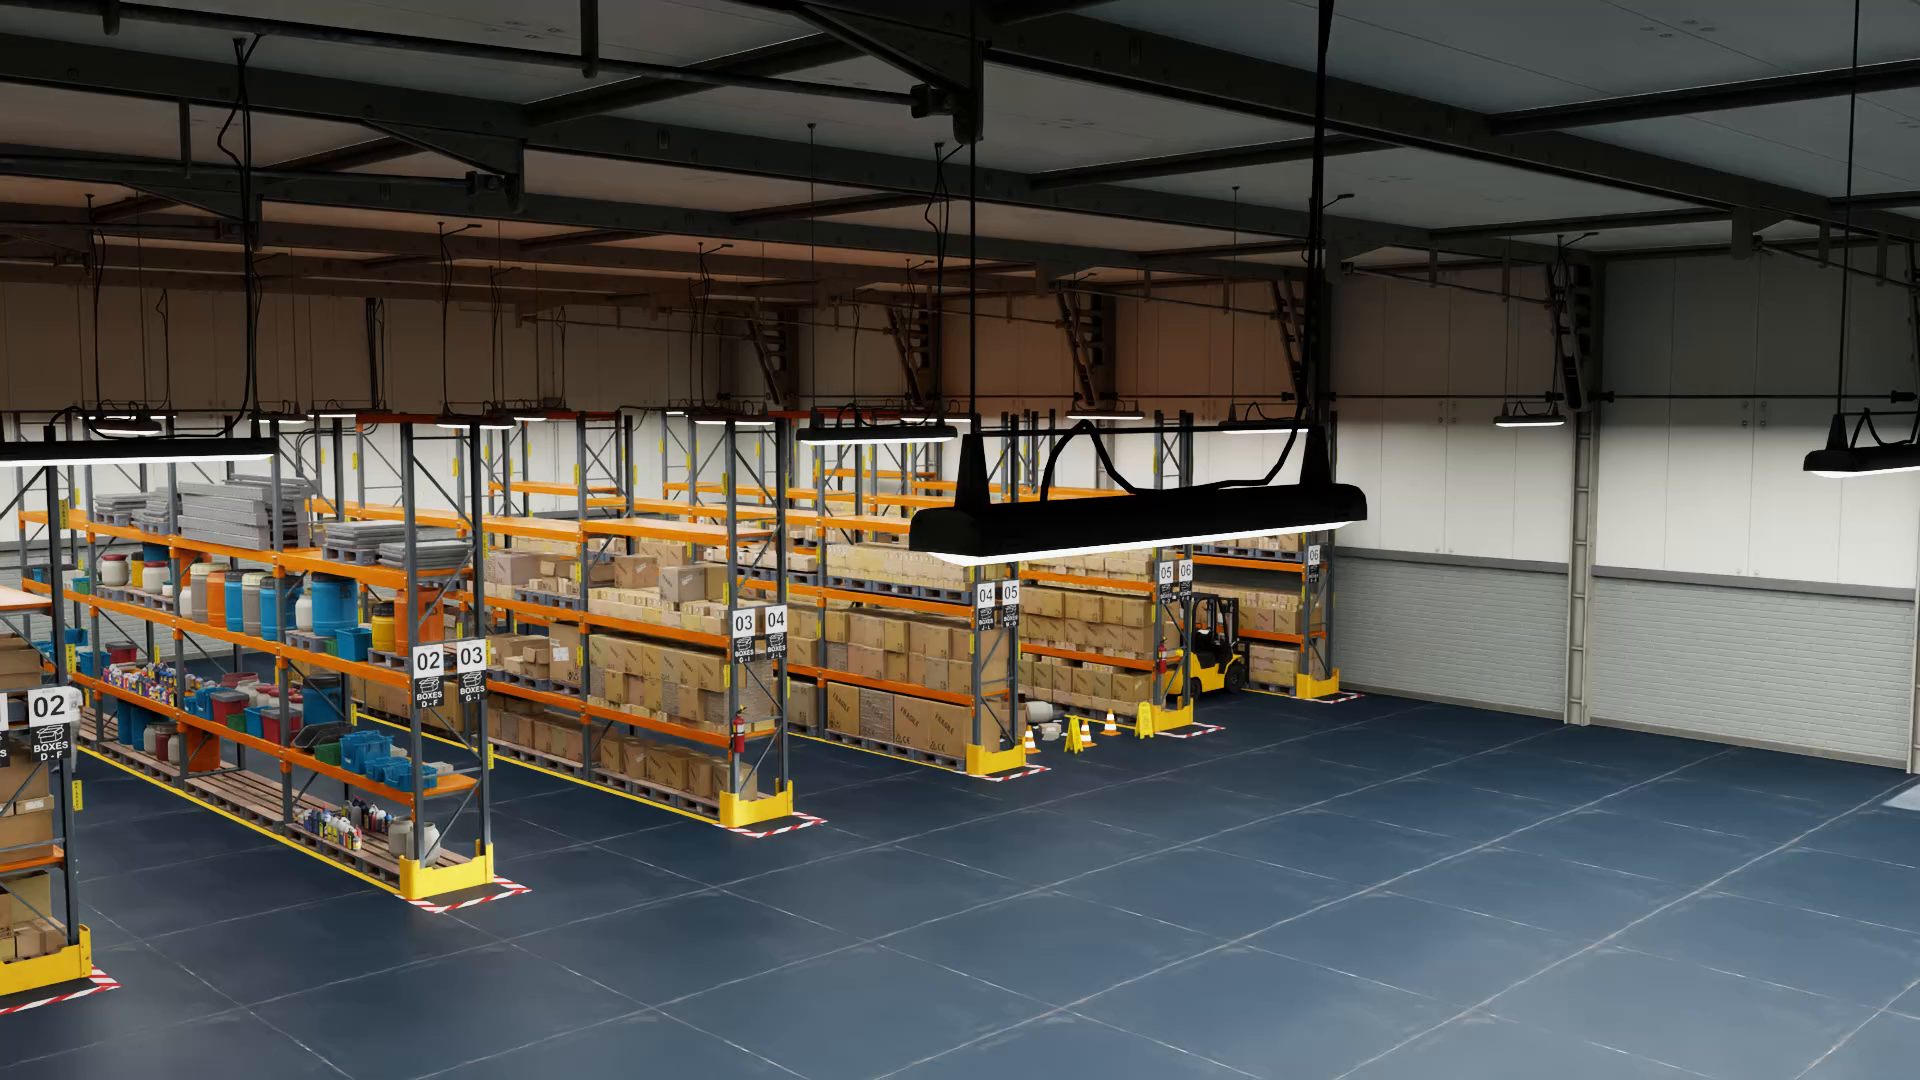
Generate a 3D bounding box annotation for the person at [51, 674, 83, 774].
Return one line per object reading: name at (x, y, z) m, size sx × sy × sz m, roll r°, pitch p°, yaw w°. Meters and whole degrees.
person at (-14.993, 3.075, 27.884) m, size 0.428 × 1.664 × 0.551 m, roll 5°, pitch 7°, yaw 43°
